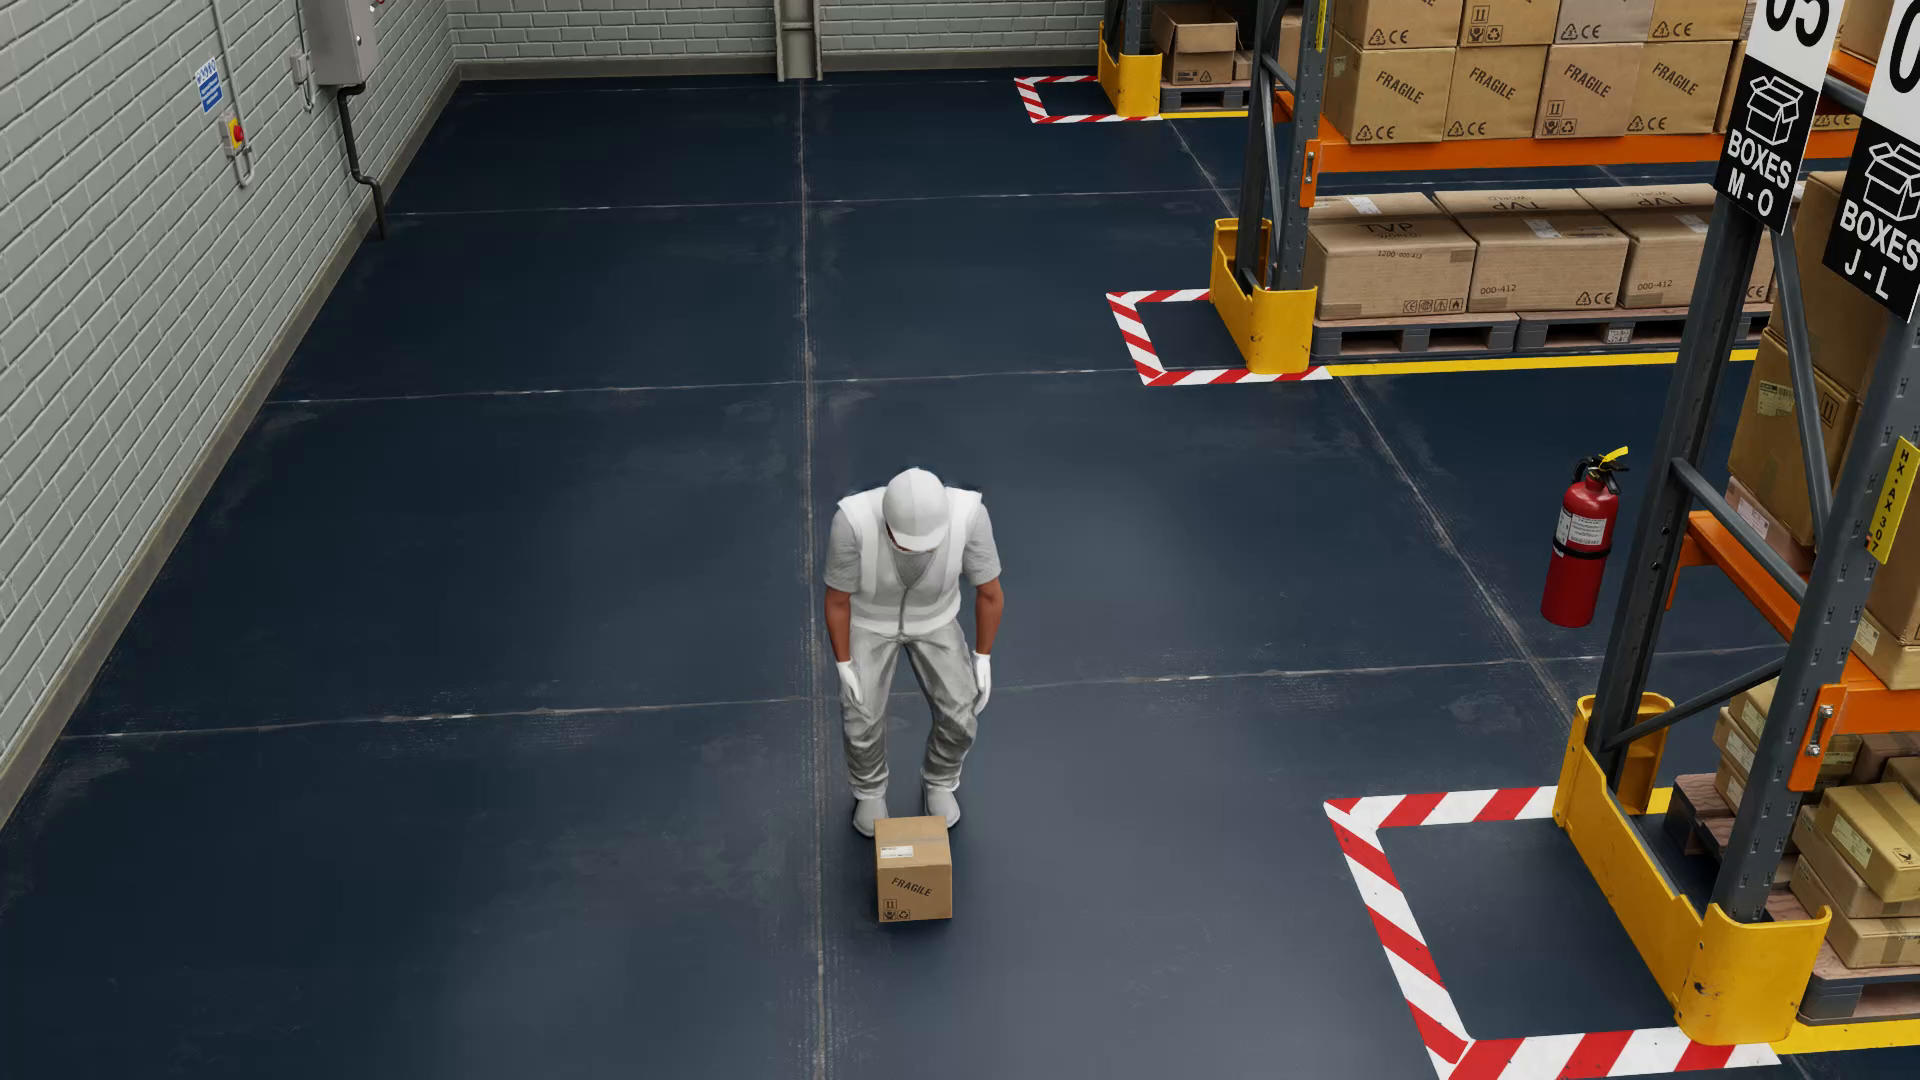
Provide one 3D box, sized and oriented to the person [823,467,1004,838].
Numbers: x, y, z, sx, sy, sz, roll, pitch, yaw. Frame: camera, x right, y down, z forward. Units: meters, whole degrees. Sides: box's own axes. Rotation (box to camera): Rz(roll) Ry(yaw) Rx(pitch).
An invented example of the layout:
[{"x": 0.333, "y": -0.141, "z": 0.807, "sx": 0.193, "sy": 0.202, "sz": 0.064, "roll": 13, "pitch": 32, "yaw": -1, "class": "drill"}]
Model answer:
[{"x": -0.160, "y": 0.343, "z": 5.765, "sx": 0.606, "sy": 1.552, "sz": 0.673, "roll": -2, "pitch": 31, "yaw": -4, "class": "person"}]
